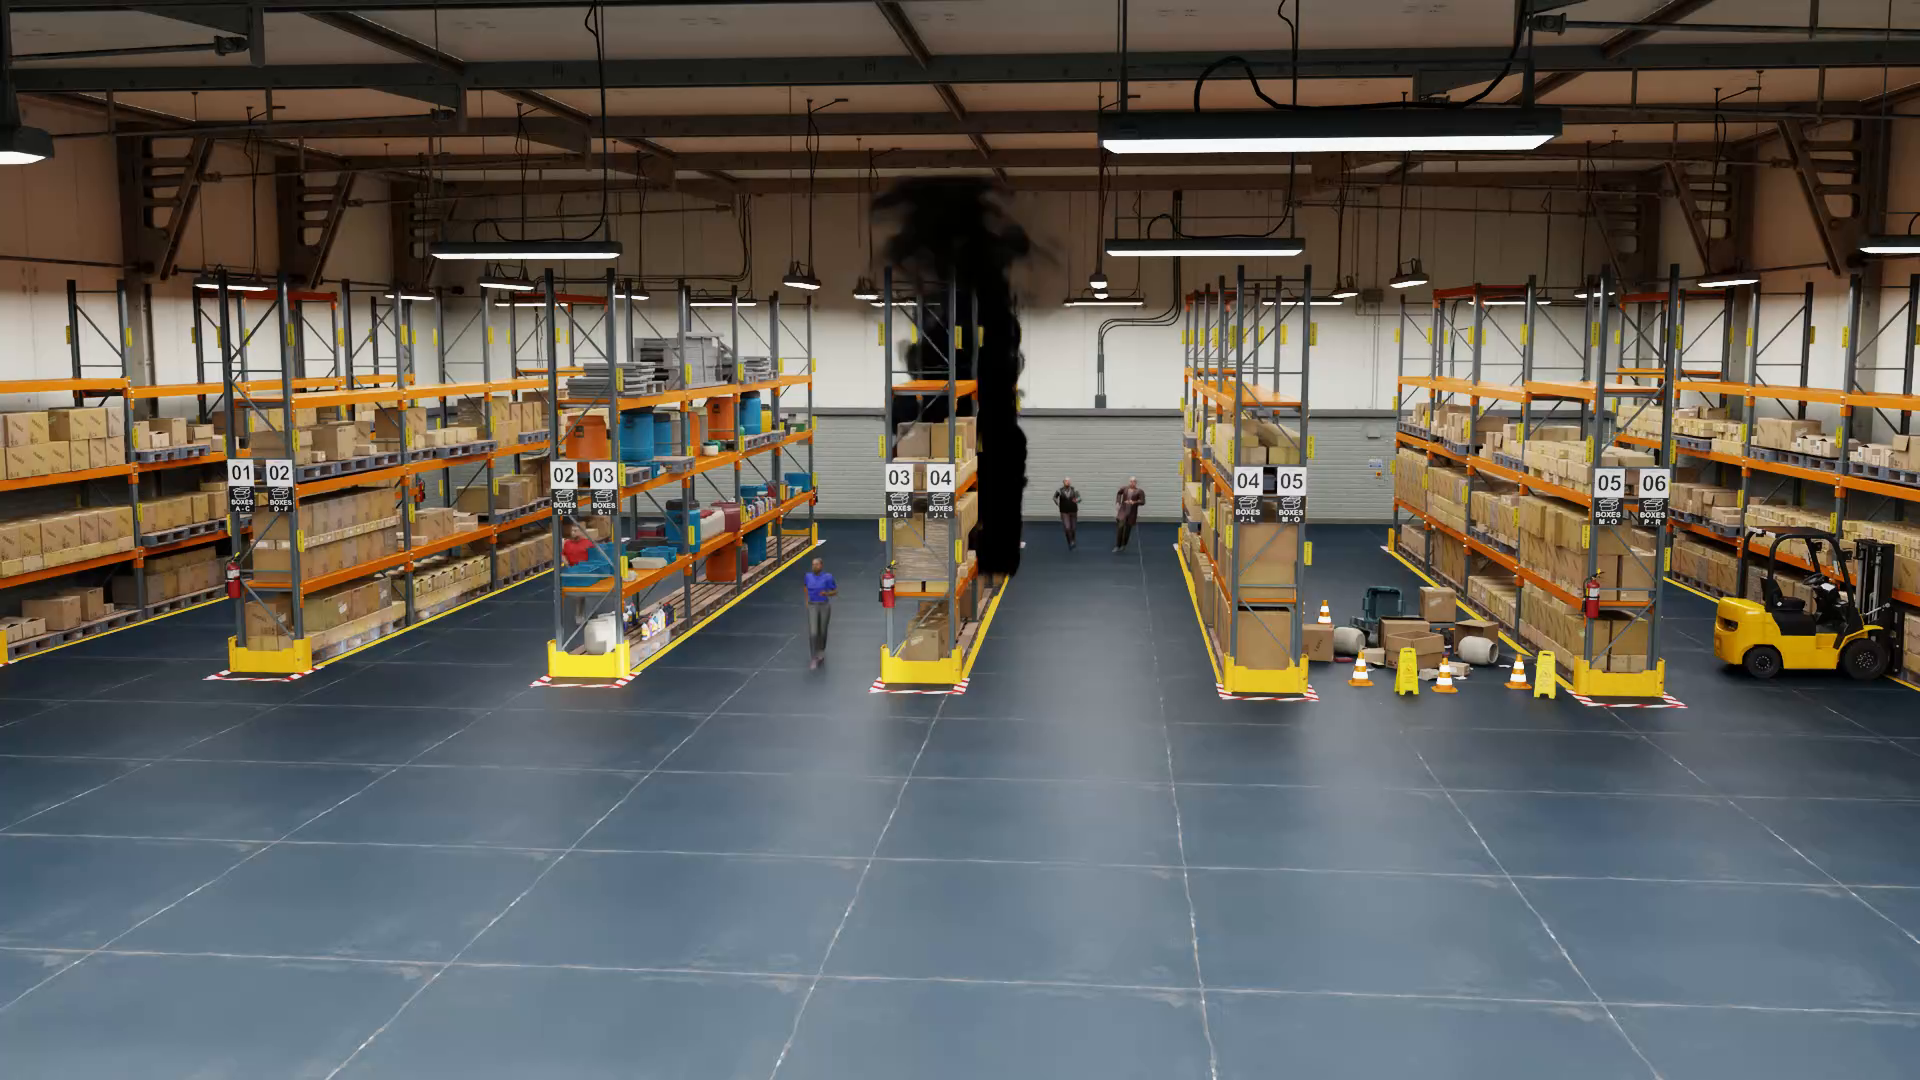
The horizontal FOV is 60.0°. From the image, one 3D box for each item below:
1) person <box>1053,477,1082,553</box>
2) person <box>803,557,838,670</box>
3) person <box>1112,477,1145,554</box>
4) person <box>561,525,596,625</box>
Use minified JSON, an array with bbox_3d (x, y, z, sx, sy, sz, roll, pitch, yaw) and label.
[{"bbox_3d":[2.541,-0.601,39.157,0.664,1.767,0.825,-1,7,-7],"label":"person"},{"bbox_3d":[-2.138,1.101,25.489,0.555,1.709,0.814,0,7,0],"label":"person"},{"bbox_3d":[3.969,-0.587,38.937,0.736,1.814,0.823,1,7,10],"label":"person"},{"bbox_3d":[-6.713,0.626,29.301,0.670,1.773,0.767,1,7,10],"label":"person"}]
